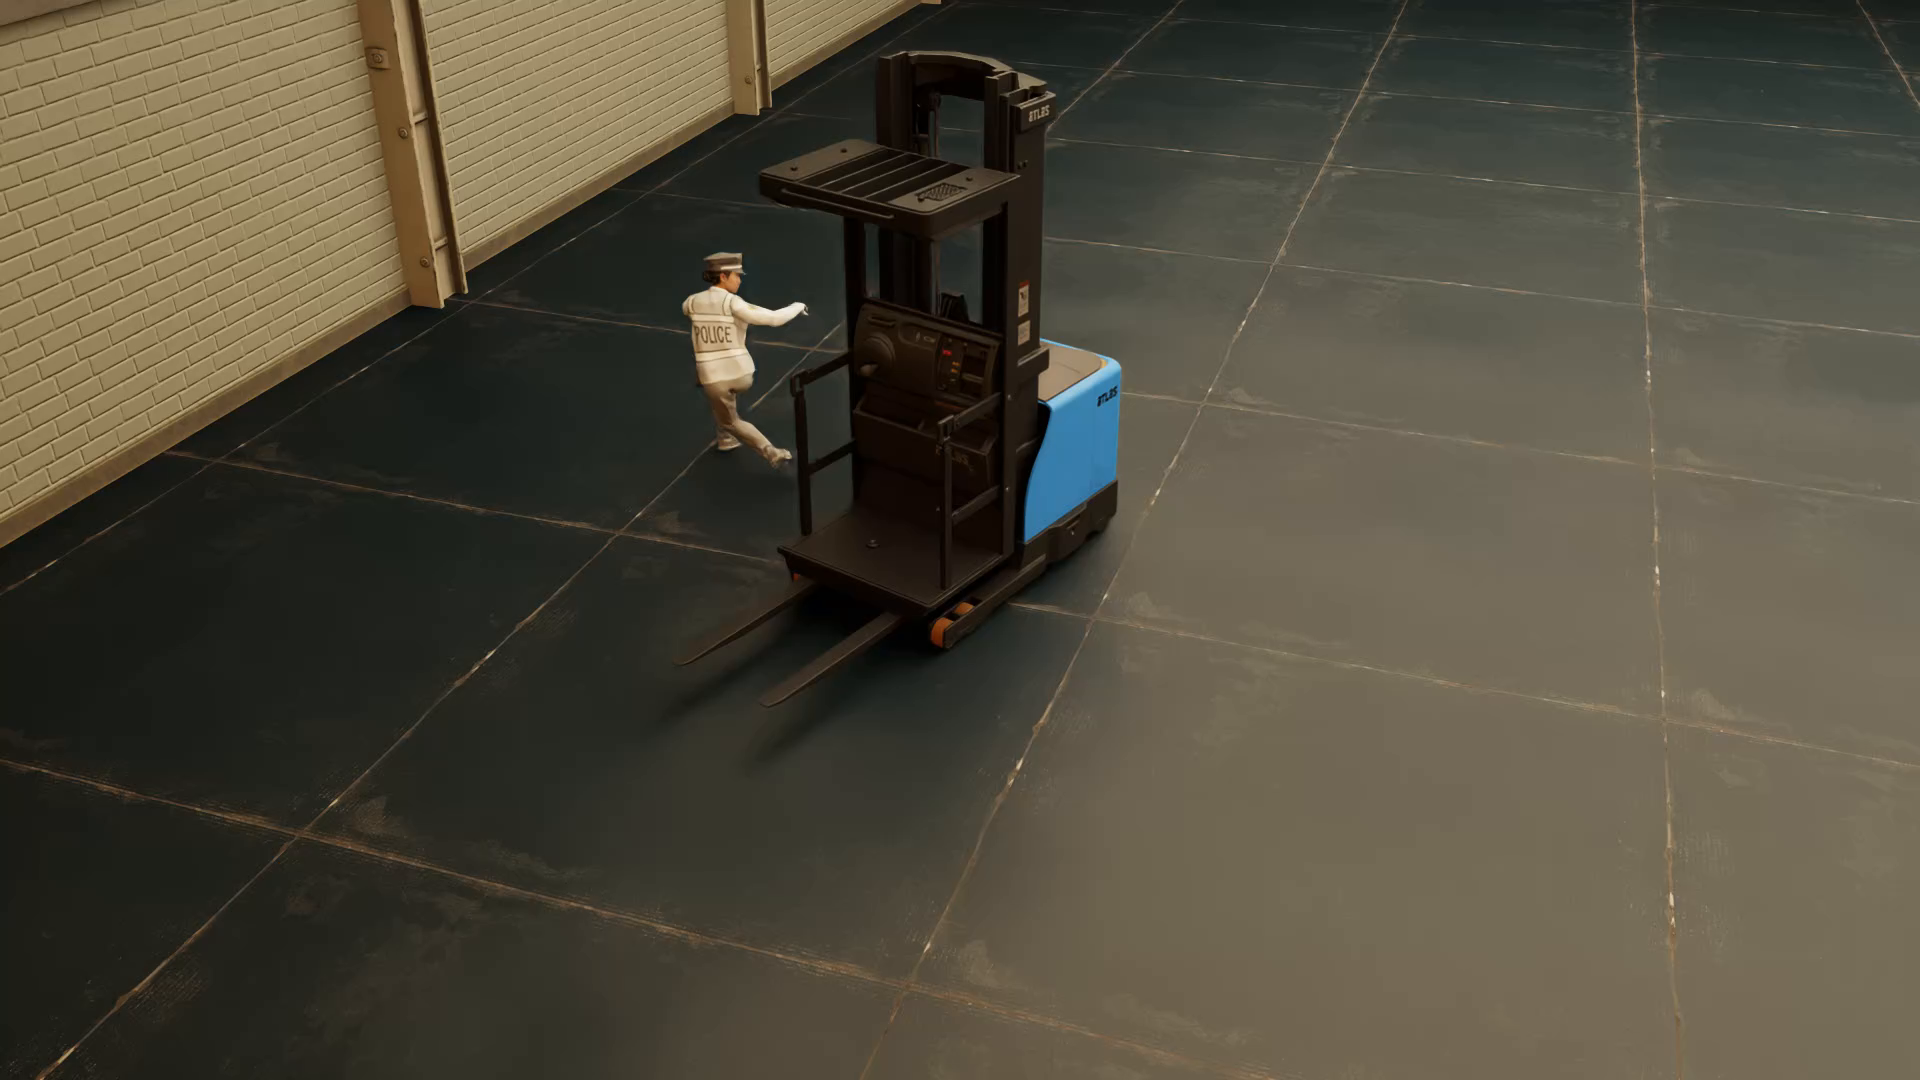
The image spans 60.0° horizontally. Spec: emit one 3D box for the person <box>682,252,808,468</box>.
[{"bbox_3d":[-1.372,-1.189,10.784,0.791,1.437,1.065,-5,30,-9],"label":"person"}]

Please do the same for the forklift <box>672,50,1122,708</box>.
[{"bbox_3d":[-0.315,-0.956,8.814,1.130,2.935,3.031,20,35,31],"label":"forklift"}]
